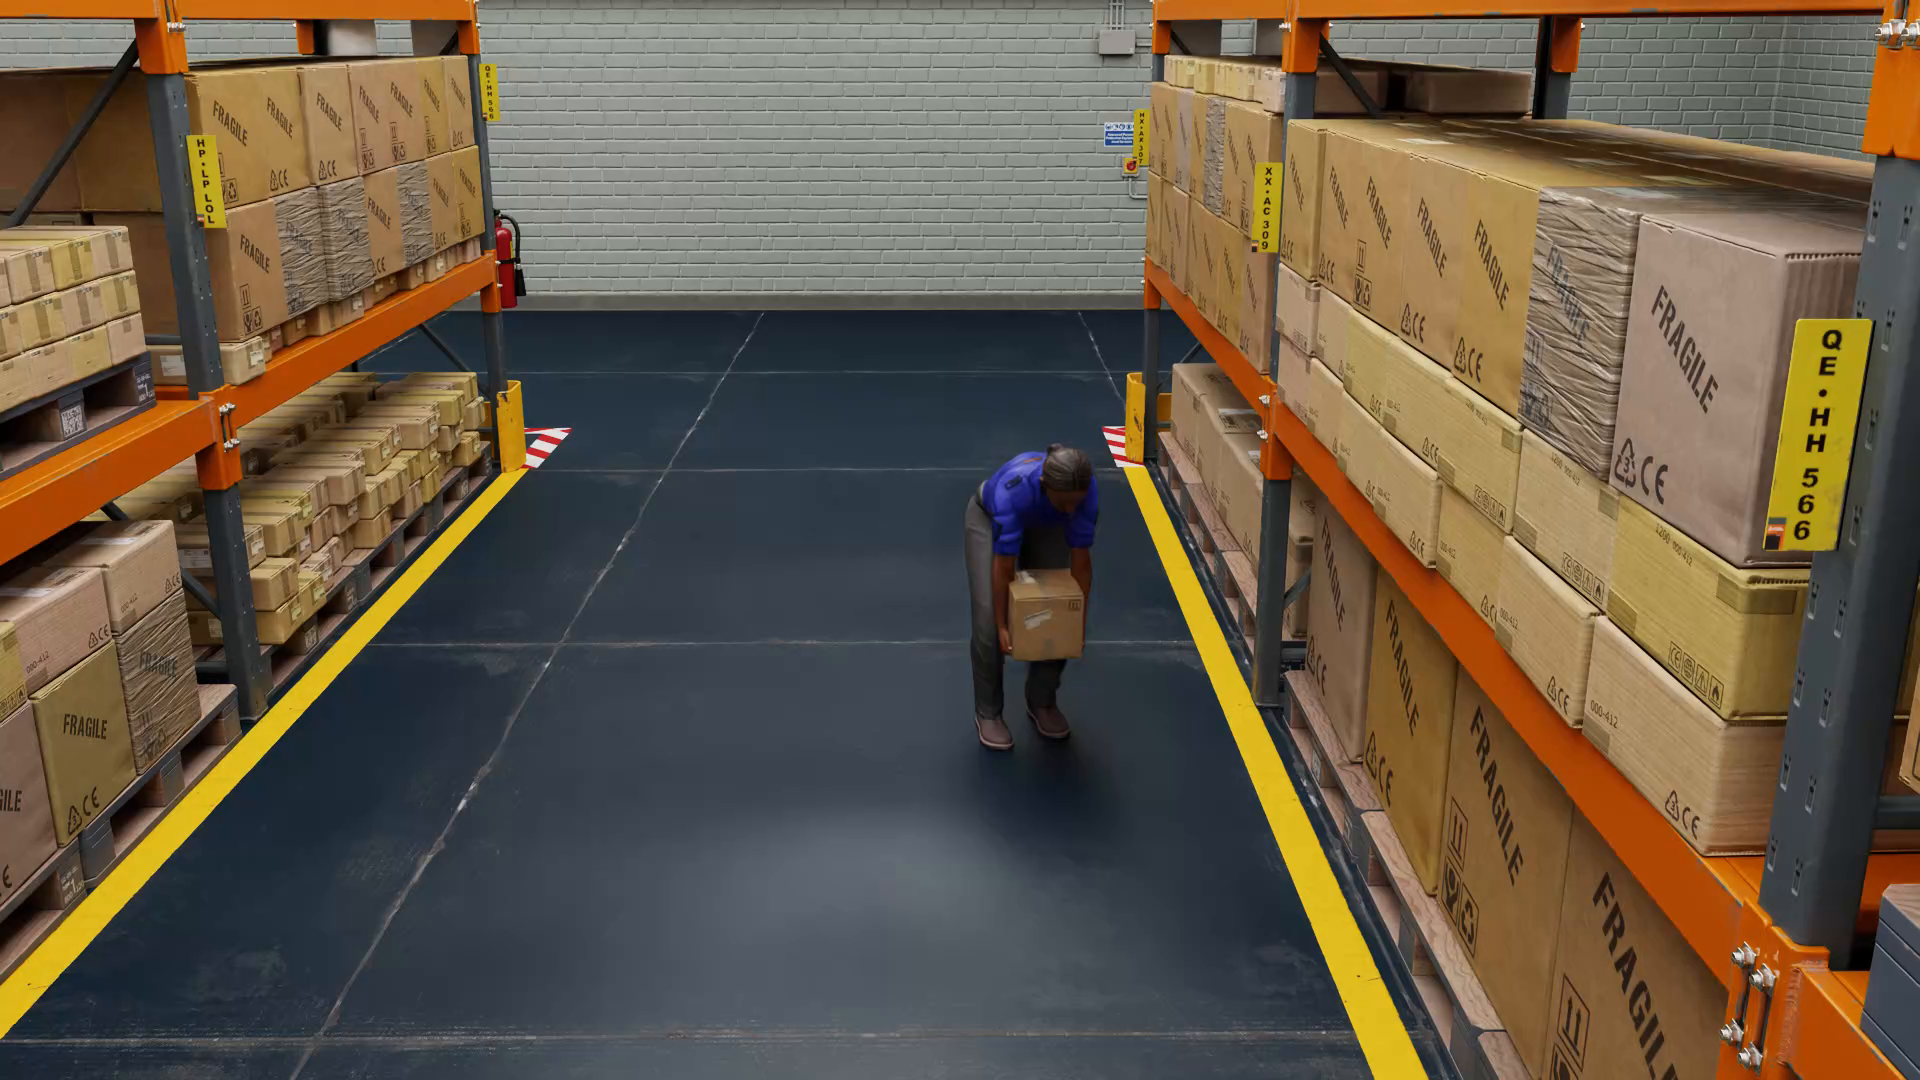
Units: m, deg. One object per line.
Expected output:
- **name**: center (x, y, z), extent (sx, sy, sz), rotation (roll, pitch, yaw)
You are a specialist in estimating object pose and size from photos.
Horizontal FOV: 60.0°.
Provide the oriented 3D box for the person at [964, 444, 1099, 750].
- **person**: center (0.277, 0.198, 6.117), extent (0.407, 1.251, 0.825), rotation (-5, 18, -15)
